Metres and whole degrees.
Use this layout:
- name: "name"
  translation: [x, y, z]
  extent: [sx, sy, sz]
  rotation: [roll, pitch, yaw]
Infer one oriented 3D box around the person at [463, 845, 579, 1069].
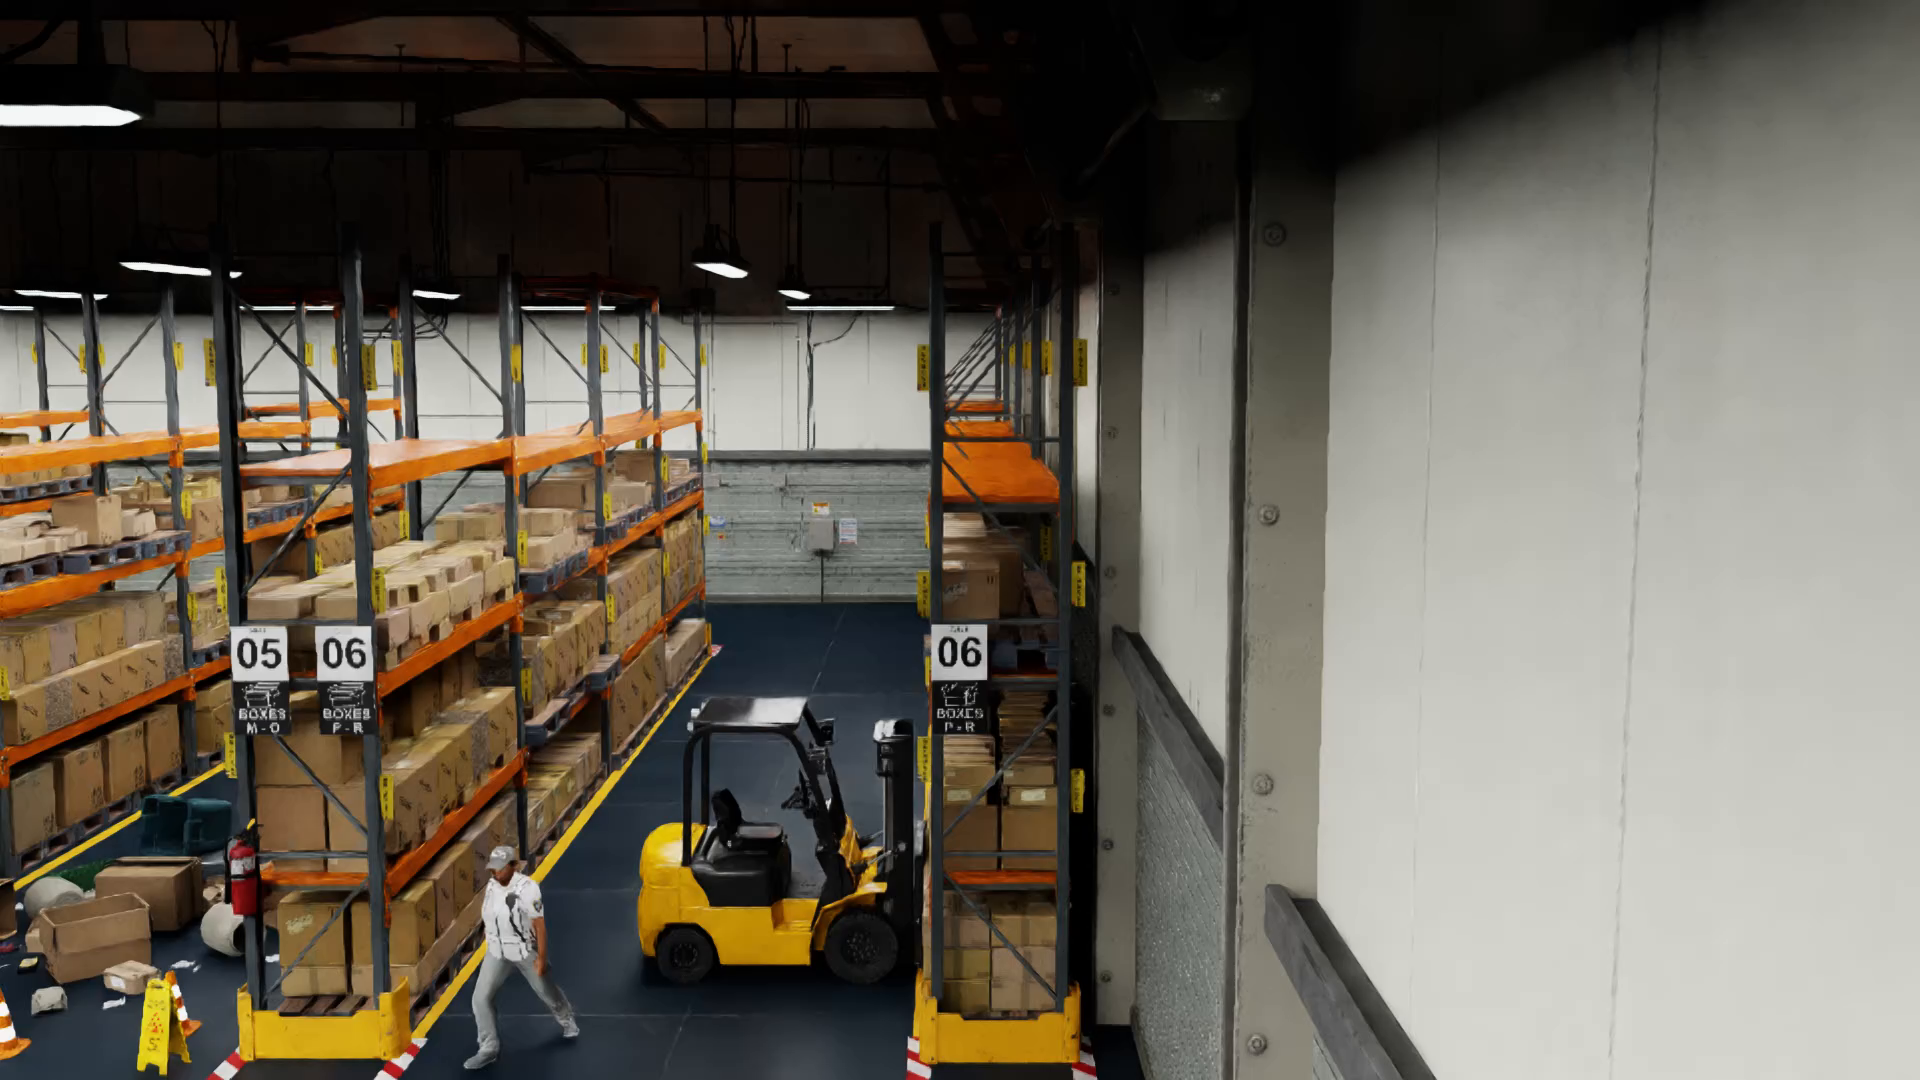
- name: "person"
  translation: [-3.190, 2.963, 12.111]
  extent: [0.533, 1.597, 0.934]
  rotation: [2, 7, 19]
